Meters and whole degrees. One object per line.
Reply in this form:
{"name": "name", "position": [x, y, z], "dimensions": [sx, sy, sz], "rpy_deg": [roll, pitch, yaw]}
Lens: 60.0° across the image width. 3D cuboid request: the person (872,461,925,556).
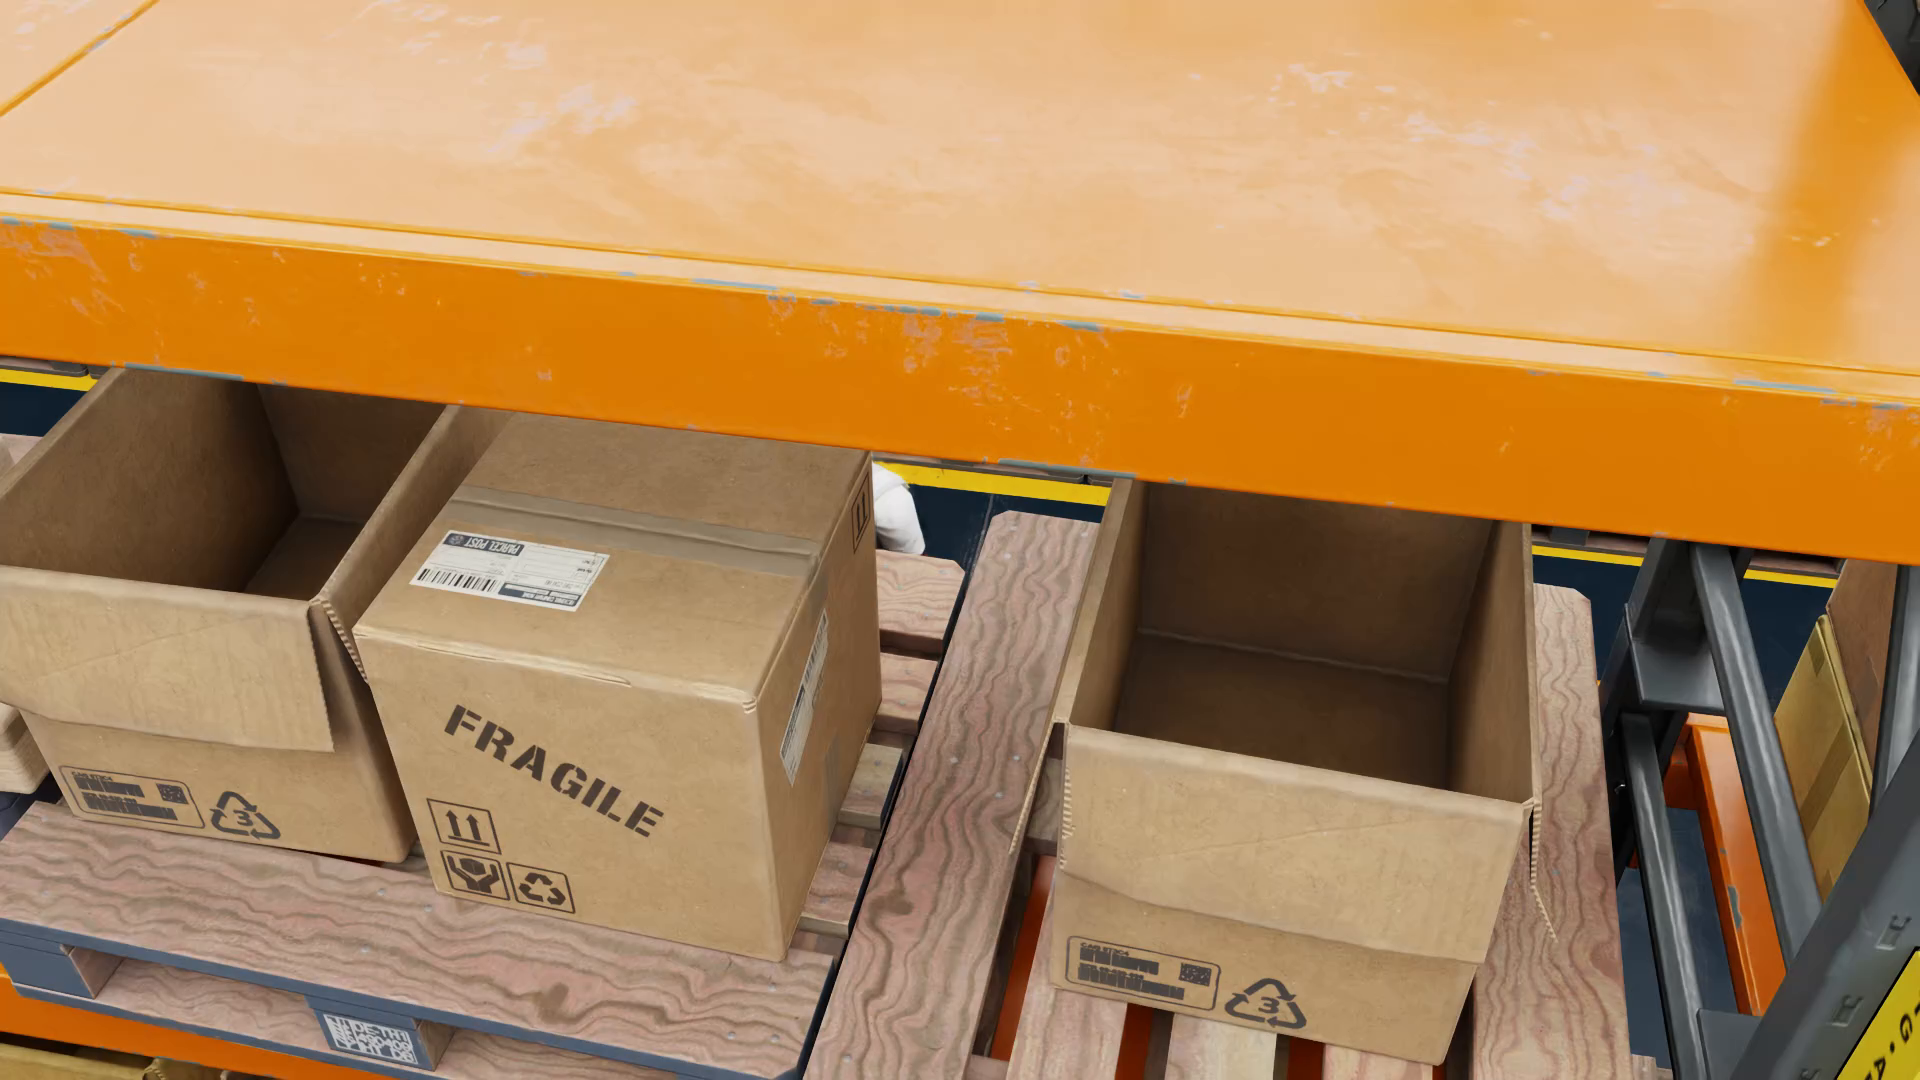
{"name": "person", "position": [-0.383, 0.231, 5.857], "dimensions": [0.615, 1.794, 0.457], "rpy_deg": [29, 48, 30]}
